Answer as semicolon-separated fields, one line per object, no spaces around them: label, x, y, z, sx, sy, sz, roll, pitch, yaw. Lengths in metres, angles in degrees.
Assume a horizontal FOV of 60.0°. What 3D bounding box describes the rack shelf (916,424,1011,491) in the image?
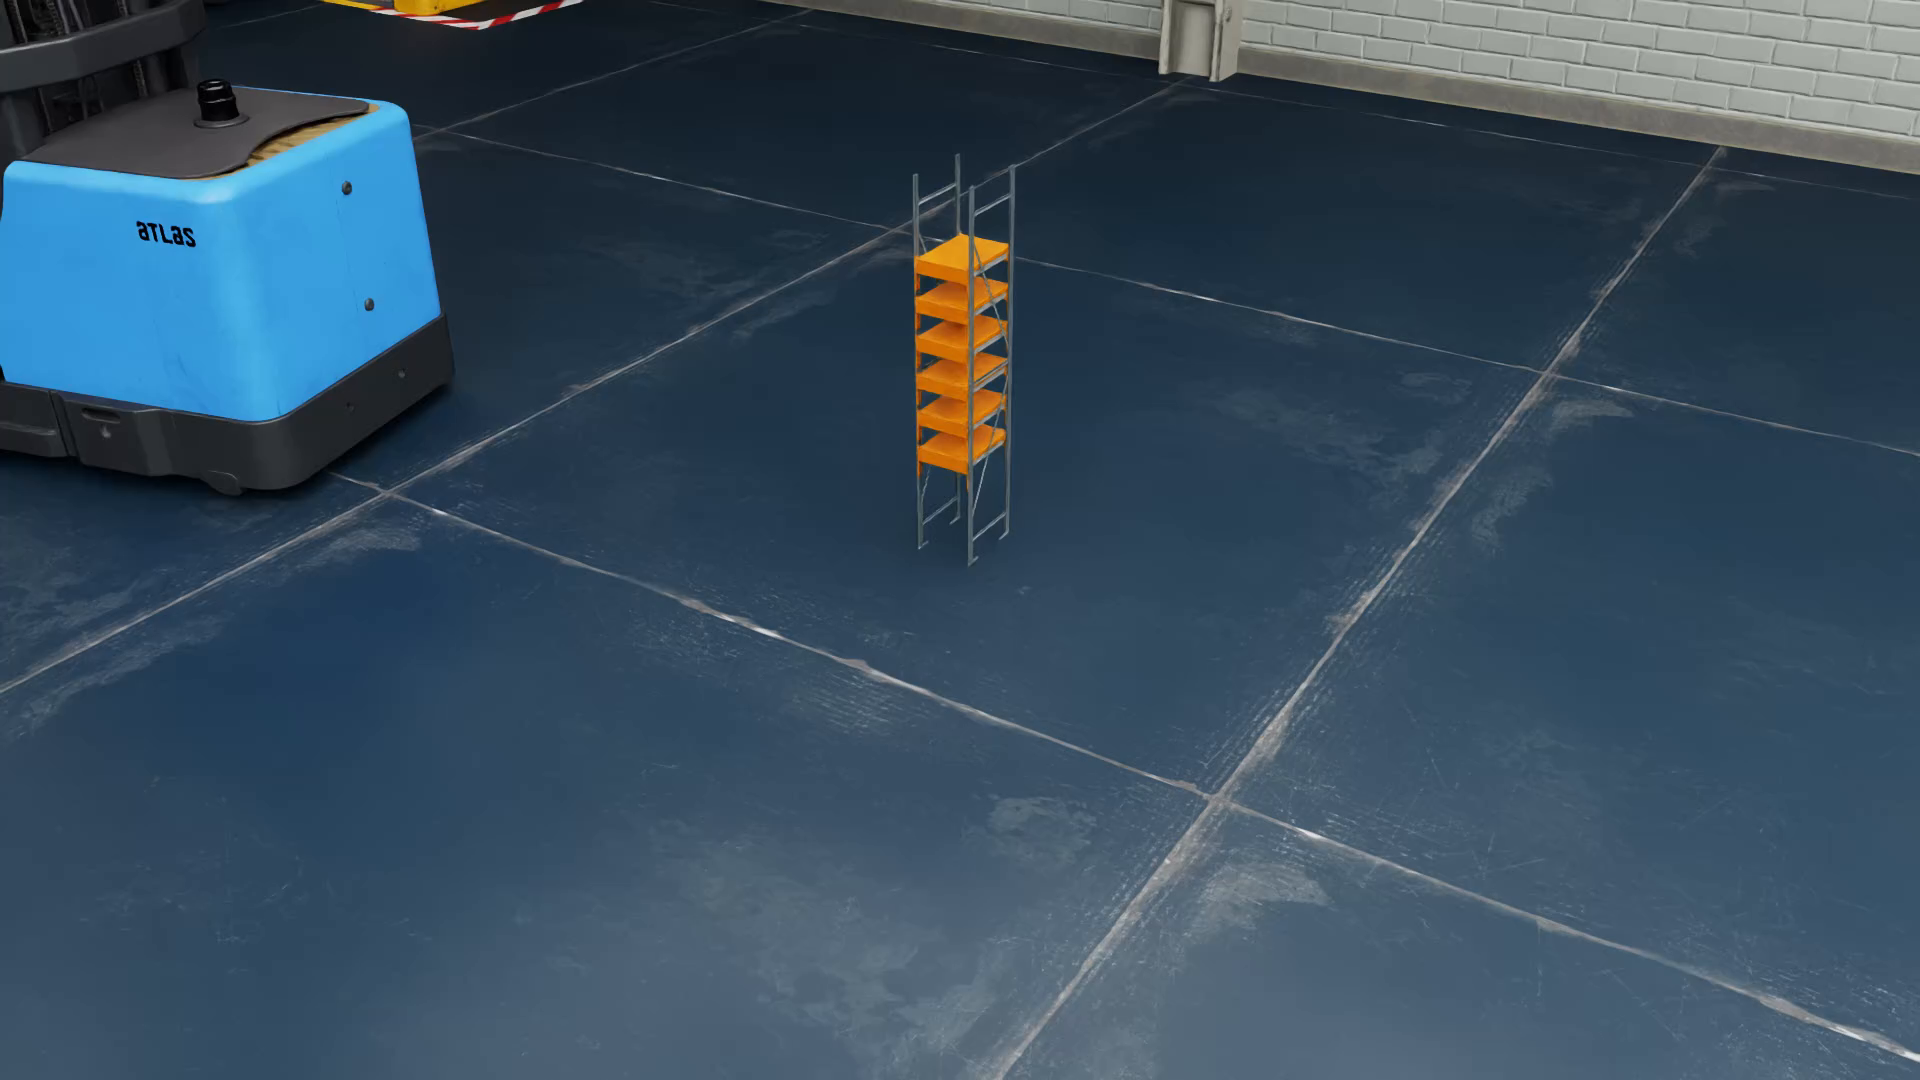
rack shelf;0.012;-0.269;5.084;0.180;0.103;0.258;18;35;27

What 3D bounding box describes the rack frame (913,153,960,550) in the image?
rack frame;-0.065;-0.539;4.983;0.006;1.200;0.240;18;35;27

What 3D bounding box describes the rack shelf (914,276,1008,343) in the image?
rack shelf;0.012;-0.683;4.842;0.180;0.103;0.258;18;35;27

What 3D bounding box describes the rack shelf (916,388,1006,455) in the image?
rack shelf;0.012;-0.372;5.024;0.180;0.103;0.258;18;35;27

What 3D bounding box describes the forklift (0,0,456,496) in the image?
forklift;-3.446;-1.841;5.497;3.031;2.935;1.130;9;32;16

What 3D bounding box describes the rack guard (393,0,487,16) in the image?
rack guard;-3.498;-4.099;11.780;0.348;0.500;1.175;18;35;27

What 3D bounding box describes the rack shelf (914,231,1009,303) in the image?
rack shelf;0.012;-0.787;4.782;0.180;0.103;0.258;18;35;27

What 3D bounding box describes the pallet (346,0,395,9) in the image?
pallet;-4.188;-4.168;12.184;1.213;0.211;1.003;18;35;27

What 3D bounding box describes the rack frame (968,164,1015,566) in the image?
rack frame;0.090;-0.490;4.899;0.006;1.200;0.240;18;35;27

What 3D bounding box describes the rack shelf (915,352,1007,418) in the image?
rack shelf;0.012;-0.476;4.963;0.180;0.103;0.258;18;35;27

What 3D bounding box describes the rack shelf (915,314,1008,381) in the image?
rack shelf;0.012;-0.580;4.903;0.180;0.103;0.258;18;35;27

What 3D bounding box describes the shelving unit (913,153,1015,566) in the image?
shelving unit;0.012;-0.514;4.941;0.189;1.200;0.258;18;35;27

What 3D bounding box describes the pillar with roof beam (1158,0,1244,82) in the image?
pillar with roof beam;-0.836;-4.903;4.724;0.400;9.000;9.100;18;35;27
